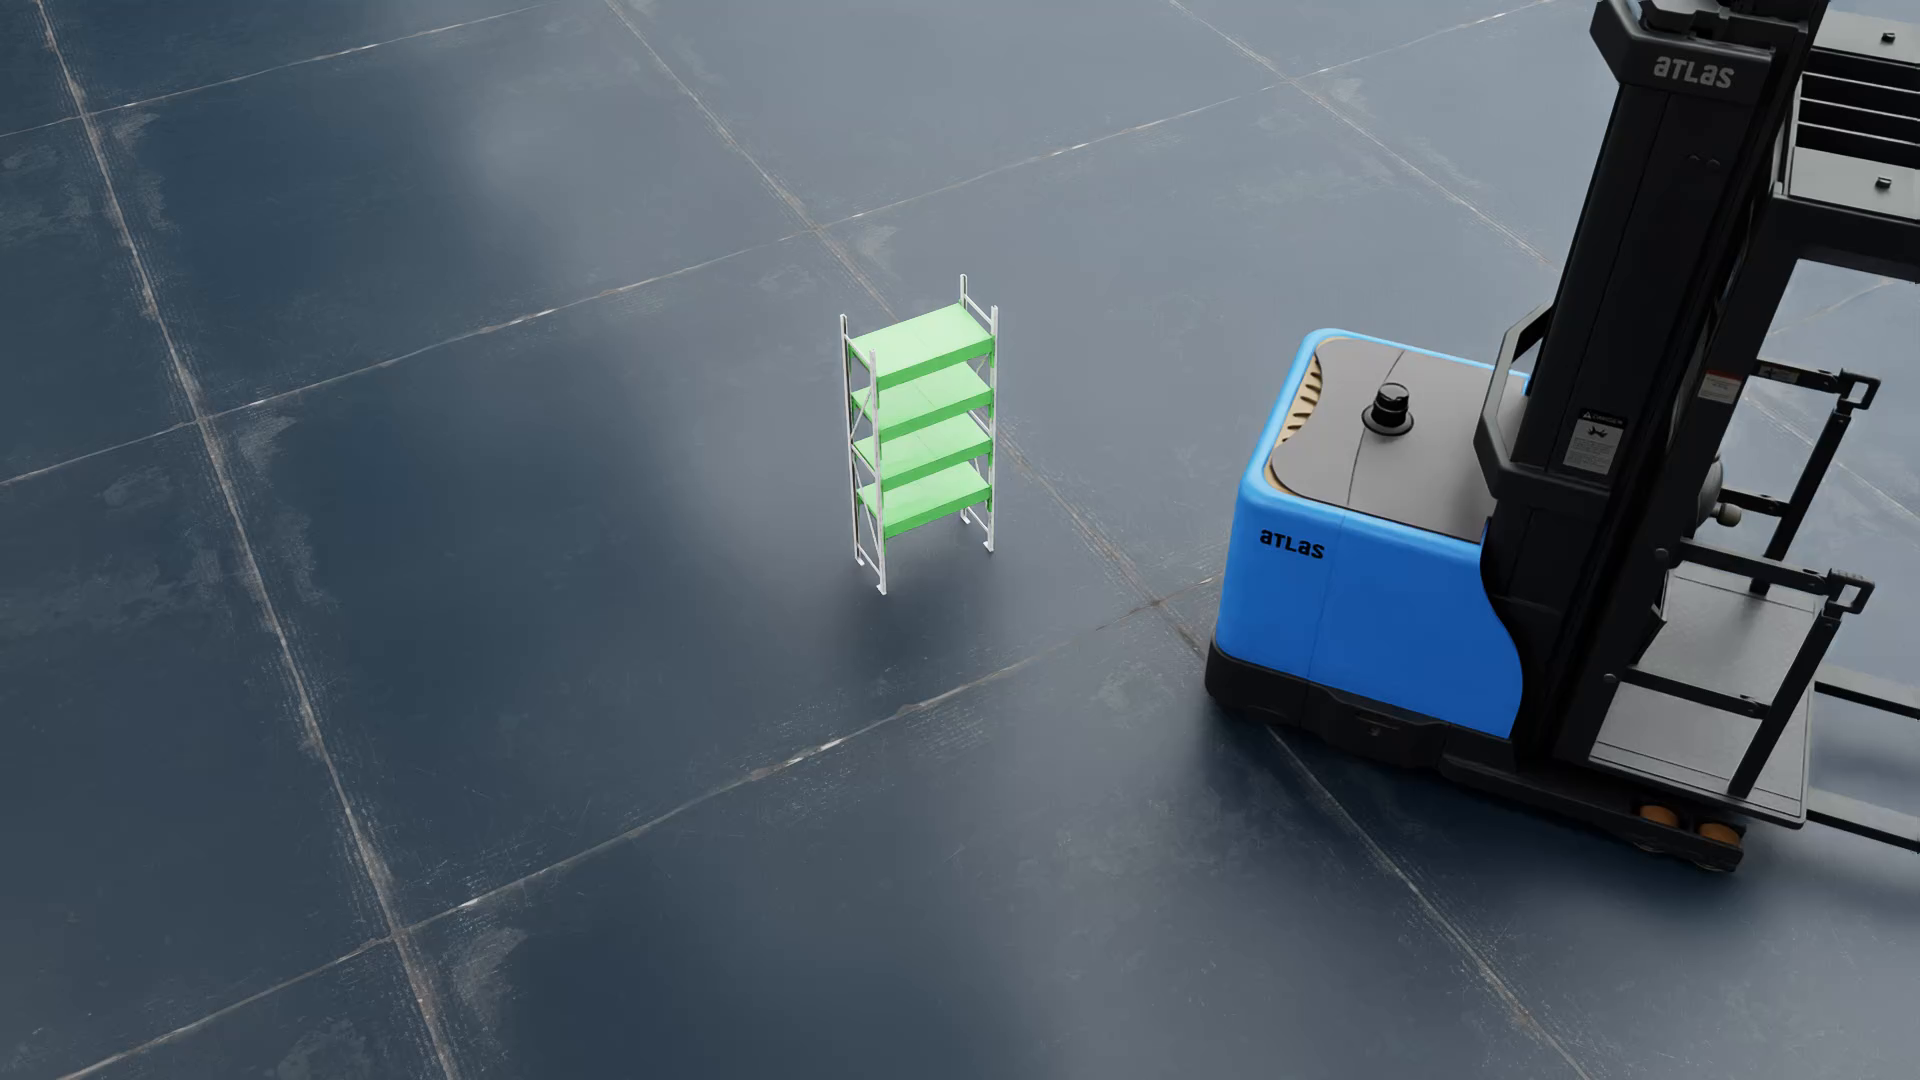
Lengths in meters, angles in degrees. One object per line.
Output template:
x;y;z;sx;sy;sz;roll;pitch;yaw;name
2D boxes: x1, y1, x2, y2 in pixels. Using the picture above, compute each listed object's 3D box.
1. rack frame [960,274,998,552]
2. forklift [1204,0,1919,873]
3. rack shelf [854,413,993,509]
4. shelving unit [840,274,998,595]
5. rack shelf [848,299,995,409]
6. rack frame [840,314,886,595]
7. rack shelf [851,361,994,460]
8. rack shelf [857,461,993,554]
0.068;-0.458;6.360;0.015;1.200;0.240;-22;48;-21;rack frame
2.464;-0.362;5.019;3.031;2.935;1.130;16;46;16;forklift
-0.144;-0.327;6.317;0.480;0.148;0.258;-22;48;-21;rack shelf
-0.144;-0.373;6.273;0.503;1.200;0.258;-22;48;-21;shelving unit
-0.144;-0.672;5.983;0.480;0.148;0.258;-22;48;-21;rack shelf
-0.355;-0.288;6.186;0.015;1.200;0.240;-22;48;-21;rack frame
-0.144;-0.500;6.150;0.480;0.148;0.258;-22;48;-21;rack shelf
-0.144;-0.155;6.485;0.480;0.148;0.258;-22;48;-21;rack shelf
